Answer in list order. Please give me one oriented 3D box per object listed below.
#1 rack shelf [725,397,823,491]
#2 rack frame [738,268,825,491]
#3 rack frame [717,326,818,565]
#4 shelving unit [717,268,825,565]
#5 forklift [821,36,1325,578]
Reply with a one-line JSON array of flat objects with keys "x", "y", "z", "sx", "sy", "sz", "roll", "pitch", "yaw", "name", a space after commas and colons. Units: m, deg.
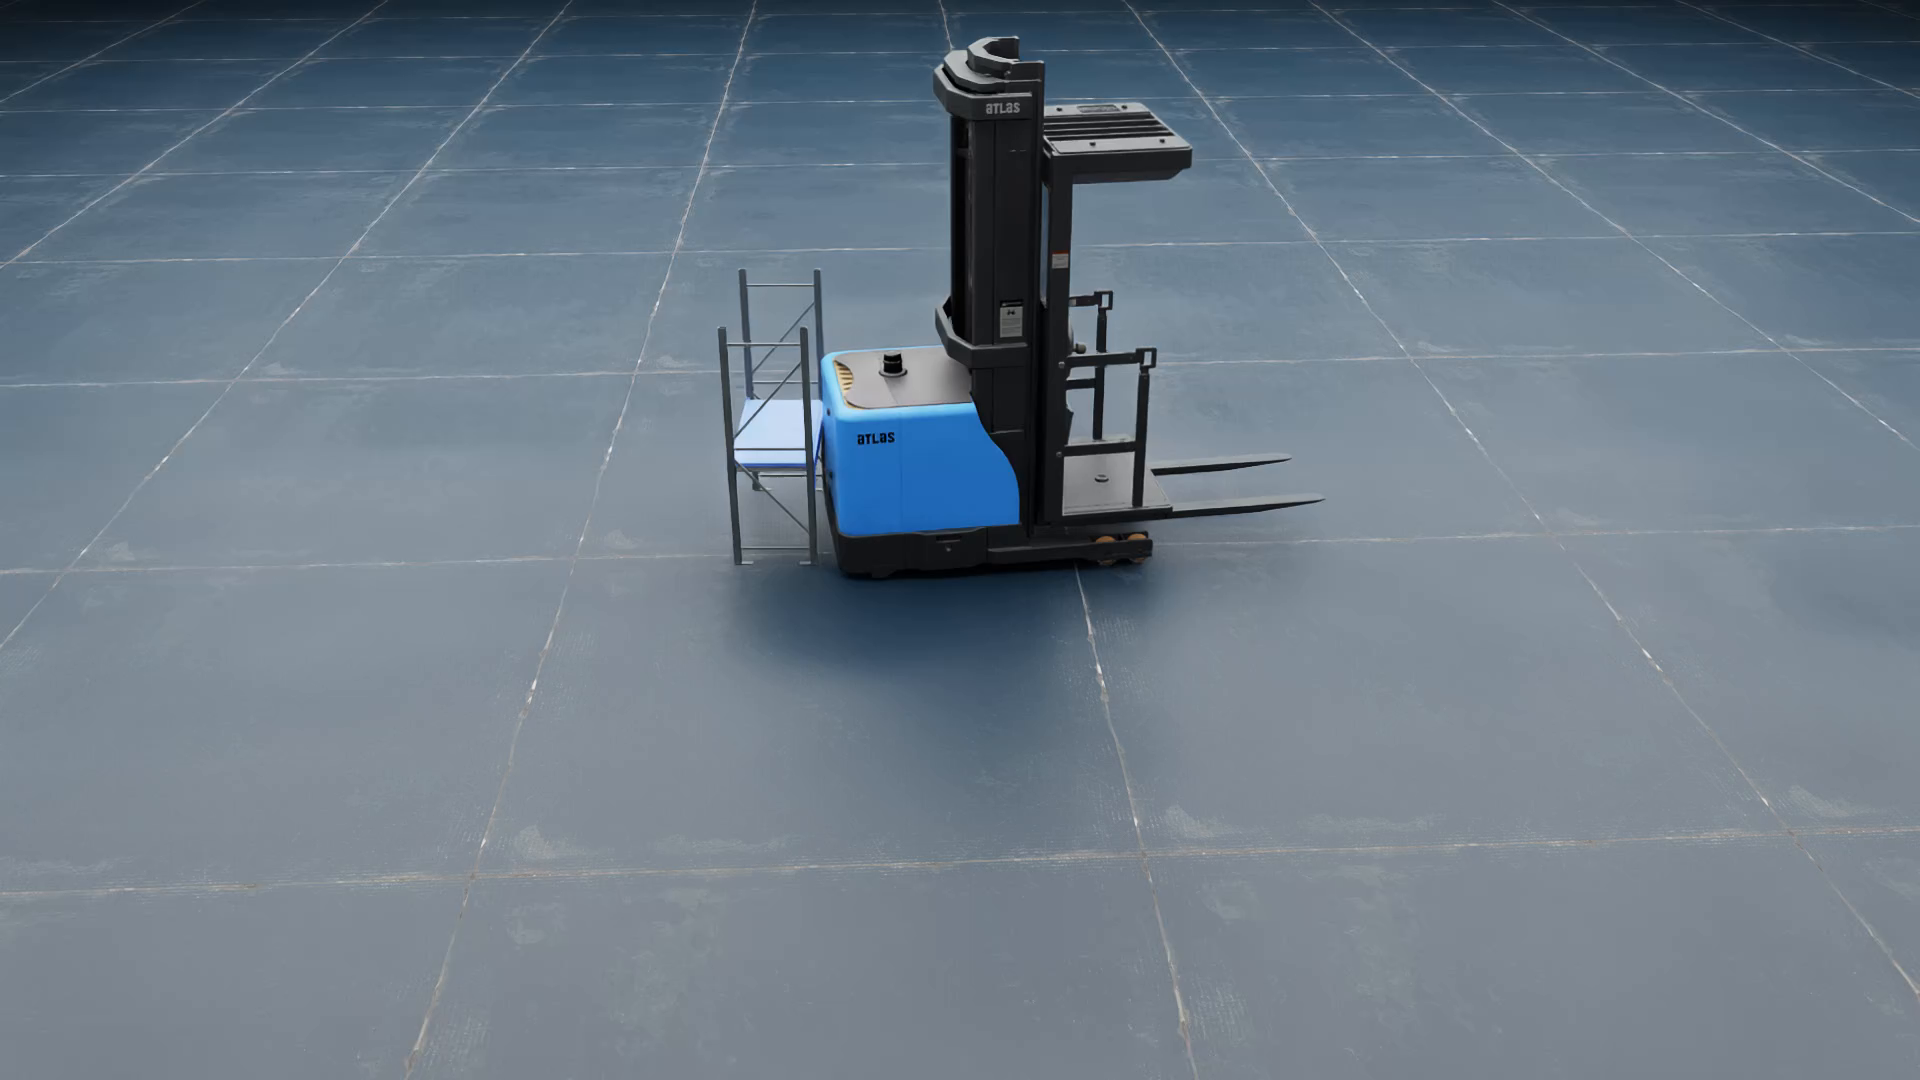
[{"x": -1.104, "y": -0.599, "z": 10.165, "sx": 0.538, "sy": 0.185, "sz": 1.000, "roll": 0, "pitch": 28, "yaw": 0, "name": "rack shelf"}, {"x": -1.106, "y": -0.993, "z": 10.533, "sx": 0.500, "sy": 1.500, "sz": 0.032, "roll": 0, "pitch": 28, "yaw": 0, "name": "rack frame"}, {"x": -1.102, "y": -0.523, "z": 9.631, "sx": 0.500, "sy": 1.500, "sz": 0.032, "roll": 0, "pitch": 28, "yaw": 0, "name": "rack frame"}, {"x": -1.104, "y": -0.758, "z": 10.082, "sx": 0.538, "sy": 1.500, "sz": 1.048, "roll": 0, "pitch": 28, "yaw": 0, "name": "shelving unit"}, {"x": 0.707, "y": -1.389, "z": 9.743, "sx": 3.031, "sy": 2.935, "sz": 1.130, "roll": -5, "pitch": 28, "yaw": -9, "name": "forklift"}]
